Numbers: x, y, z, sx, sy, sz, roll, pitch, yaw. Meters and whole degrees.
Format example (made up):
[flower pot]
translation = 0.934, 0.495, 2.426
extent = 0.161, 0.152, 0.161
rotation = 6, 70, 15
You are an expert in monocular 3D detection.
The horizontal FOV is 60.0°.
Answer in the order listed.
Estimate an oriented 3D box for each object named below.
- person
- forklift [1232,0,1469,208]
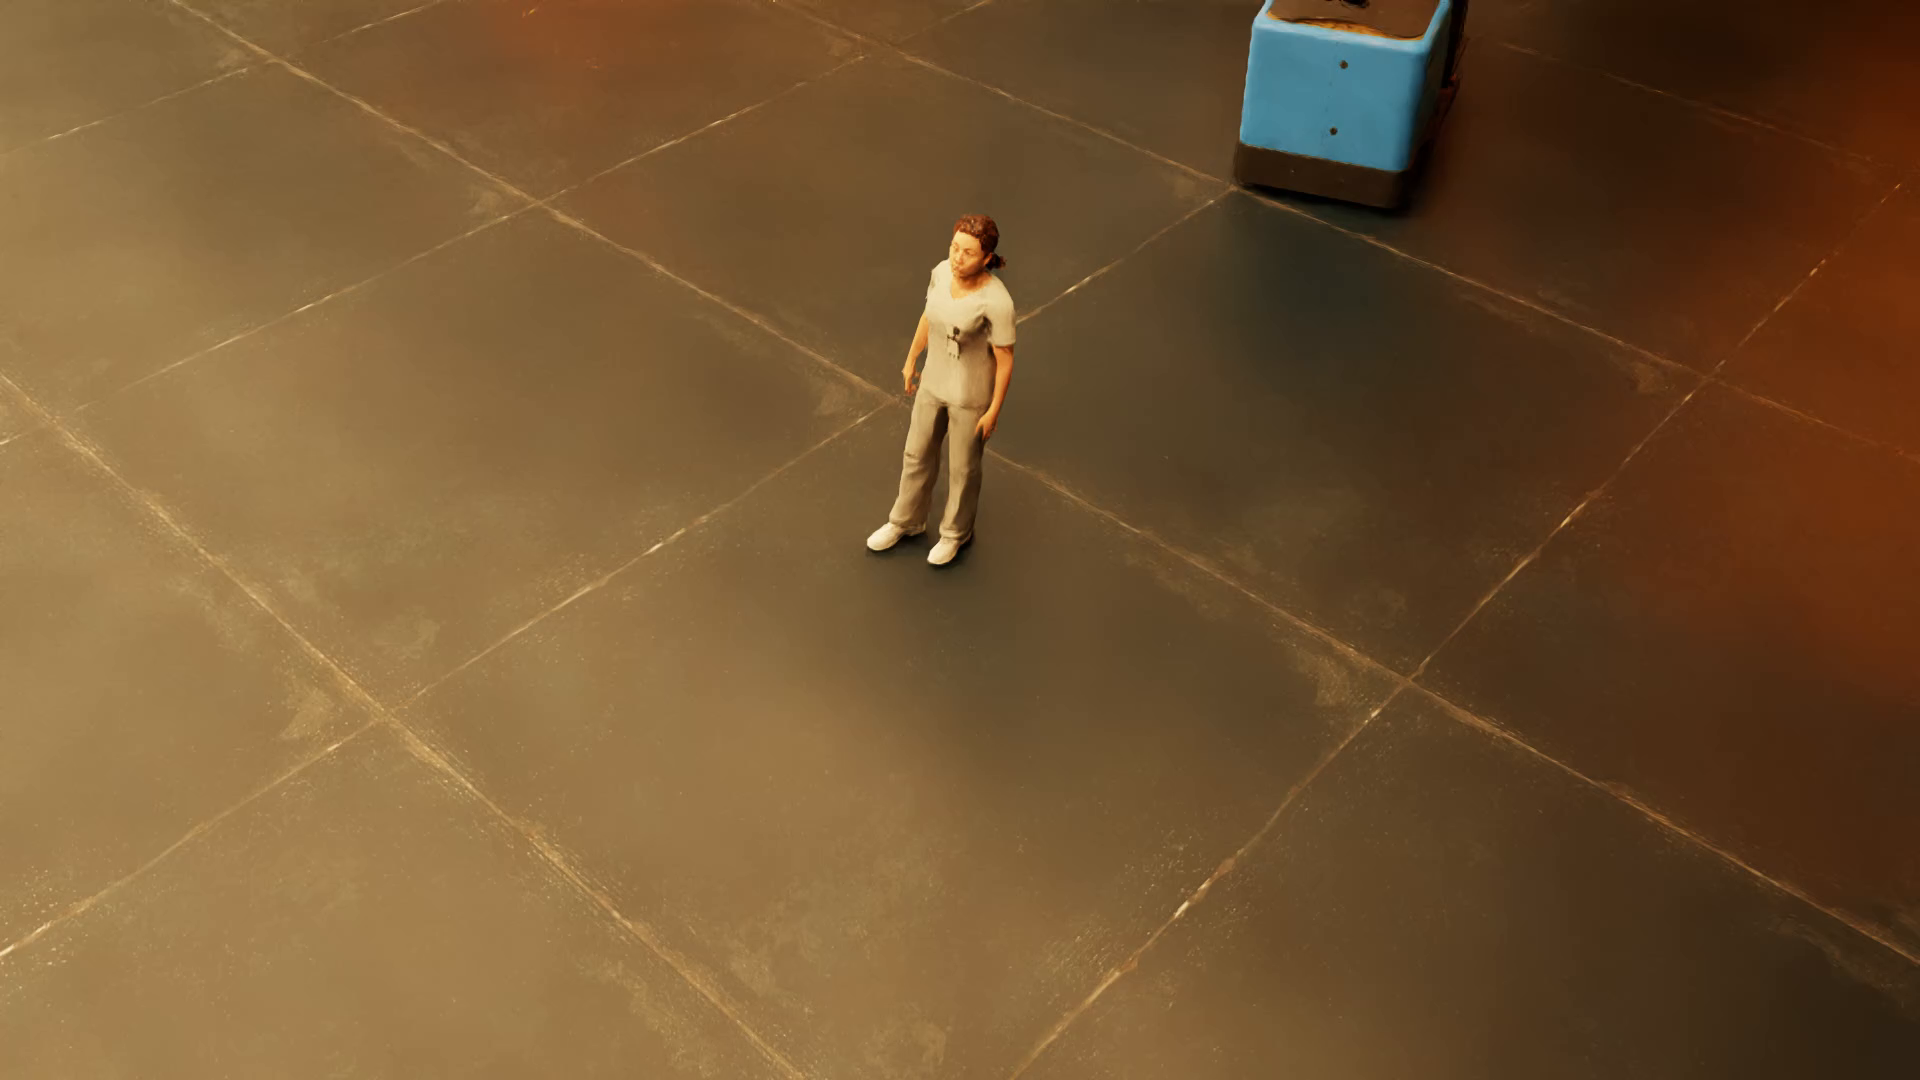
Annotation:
[person]
translation = -0.060, -0.612, 7.095
extent = 0.550, 1.674, 0.548
rotation = 31, 49, 31
[forklift]
translation = 2.700, -4.044, 10.142
extent = 1.130, 2.935, 3.031
rotation = 15, 43, 17
